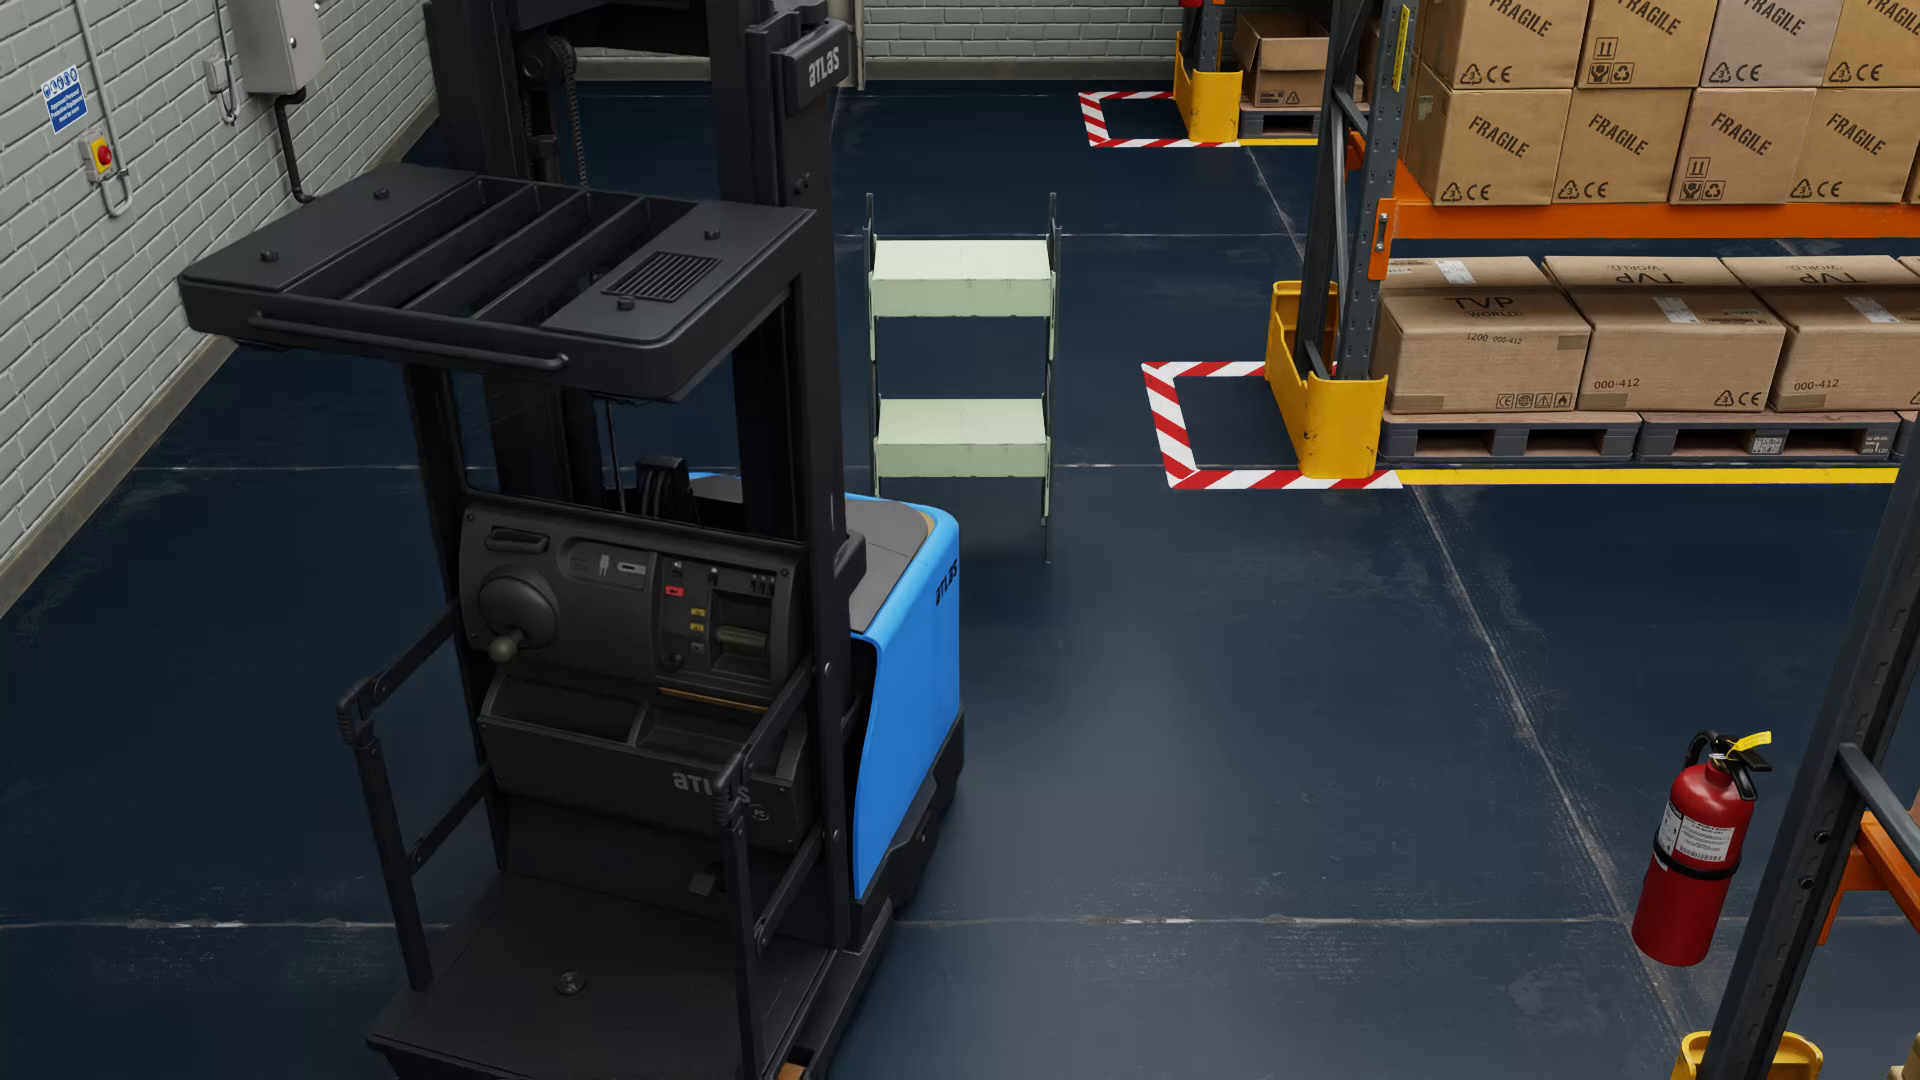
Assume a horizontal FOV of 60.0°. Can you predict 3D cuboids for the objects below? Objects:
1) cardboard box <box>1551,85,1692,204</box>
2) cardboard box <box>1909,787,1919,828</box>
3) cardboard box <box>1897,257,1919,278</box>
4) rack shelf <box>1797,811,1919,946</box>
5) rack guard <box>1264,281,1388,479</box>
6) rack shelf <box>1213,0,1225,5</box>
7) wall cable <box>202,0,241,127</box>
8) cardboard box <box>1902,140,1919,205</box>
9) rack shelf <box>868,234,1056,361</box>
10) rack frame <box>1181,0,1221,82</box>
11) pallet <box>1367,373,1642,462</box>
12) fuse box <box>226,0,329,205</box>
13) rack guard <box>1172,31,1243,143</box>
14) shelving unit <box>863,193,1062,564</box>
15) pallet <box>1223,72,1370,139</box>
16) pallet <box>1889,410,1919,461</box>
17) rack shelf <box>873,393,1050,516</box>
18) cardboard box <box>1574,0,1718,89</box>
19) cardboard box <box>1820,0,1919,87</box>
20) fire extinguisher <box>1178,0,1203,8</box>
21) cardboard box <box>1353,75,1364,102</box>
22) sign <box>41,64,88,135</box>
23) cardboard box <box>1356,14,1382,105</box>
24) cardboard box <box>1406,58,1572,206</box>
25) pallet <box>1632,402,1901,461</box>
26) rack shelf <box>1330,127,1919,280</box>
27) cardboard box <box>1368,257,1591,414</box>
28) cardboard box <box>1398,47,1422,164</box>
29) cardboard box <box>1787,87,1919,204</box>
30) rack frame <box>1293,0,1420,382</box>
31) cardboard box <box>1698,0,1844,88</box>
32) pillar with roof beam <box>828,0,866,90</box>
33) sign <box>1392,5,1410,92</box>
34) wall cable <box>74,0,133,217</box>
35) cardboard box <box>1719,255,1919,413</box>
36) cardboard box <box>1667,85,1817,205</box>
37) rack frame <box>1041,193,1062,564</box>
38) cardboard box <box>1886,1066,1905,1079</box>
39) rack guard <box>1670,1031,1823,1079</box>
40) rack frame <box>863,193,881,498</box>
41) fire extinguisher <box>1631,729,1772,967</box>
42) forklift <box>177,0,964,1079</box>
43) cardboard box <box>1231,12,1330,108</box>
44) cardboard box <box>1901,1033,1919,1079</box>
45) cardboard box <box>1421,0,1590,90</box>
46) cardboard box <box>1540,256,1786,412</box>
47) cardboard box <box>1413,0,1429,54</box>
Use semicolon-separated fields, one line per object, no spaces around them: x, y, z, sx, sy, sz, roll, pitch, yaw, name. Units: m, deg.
2.770;-1.780;7.196;0.500;0.500;0.500;-1;31;-1;cardboard box
2.238;0.658;3.515;0.250;0.149;0.380;0;31;0;cardboard box
5.154;-1.019;8.103;0.875;0.438;0.875;-1;31;-1;cardboard box
3.913;1.000;3.404;4.000;0.370;1.077;0;31;0;rack shelf
1.758;-0.800;8.087;0.348;0.500;1.175;0;31;0;rack guard
3.749;-4.142;11.879;4.000;0.370;1.077;0;31;0;rack shelf
-3.876;-3.009;8.338;0.122;1.984;0.588;0;31;0;wall cable
4.303;-1.776;7.190;0.500;0.500;0.500;-1;31;-1;cardboard box
0.007;-0.975;6.659;0.720;0.370;0.431;0;31;0;rack shelf
1.749;-4.443;11.682;0.127;3.000;1.000;0;31;0;rack frame
2.582;-0.720;8.233;1.213;0.211;1.003;0;31;0;pallet
-3.723;-2.378;9.520;0.414;1.711;0.539;0;31;0;fuse box
1.825;-3.375;12.331;0.348;0.500;1.175;0;31;0;rack guard
0.007;-0.641;6.861;0.755;1.500;0.431;0;31;0;shelving unit
2.622;-3.254;12.411;1.213;0.211;1.003;0;31;0;pallet
5.022;-0.727;8.245;1.213;0.211;1.003;0;31;0;pallet
0.007;-0.363;7.030;0.720;0.370;0.431;0;31;0;rack shelf
2.781;-2.198;6.921;0.500;0.500;0.500;-1;31;-2;cardboard box
3.794;-2.206;6.933;0.500;0.500;0.500;0;31;0;cardboard box
1.605;-4.011;11.403;0.183;0.674;0.296;0;31;0;fire extinguisher
2.786;-3.338;12.204;0.250;0.149;0.380;-1;31;-2;cardboard box
-3.917;-1.929;7.278;0.001;0.218;0.327;0;31;0;sign
3.216;-3.490;12.115;0.500;0.500;0.700;1;31;2;cardboard box
2.264;-1.764;7.169;0.500;0.500;0.500;0;31;-1;cardboard box
3.798;-0.722;8.236;1.213;0.211;1.003;0;31;0;pallet
3.782;-1.567;7.635;4.000;0.370;1.077;0;31;0;rack shelf
2.442;-1.007;8.083;0.875;0.438;0.875;-1;31;-2;cardboard box
2.263;-2.050;7.641;0.500;0.500;0.500;0;31;0;cardboard box
3.779;-1.783;7.200;0.500;0.500;0.500;1;31;1;cardboard box
1.782;-1.869;7.438;0.127;3.000;1.000;0;31;0;rack frame
3.296;-2.204;6.930;0.500;0.500;0.500;0;31;-1;cardboard box
-0.927;-5.234;7.202;0.400;9.000;9.100;0;31;0;pillar with roof beam
1.780;-1.985;6.719;0.005;0.325;0.100;0;31;0;sign
-3.856;-2.287;7.118;0.123;1.953;0.585;0;31;0;wall cable
4.259;-1.016;8.098;0.875;0.438;0.875;-1;31;-2;cardboard box
3.279;-1.772;7.183;0.500;0.500;0.500;0;31;-1;cardboard box
0.373;-0.642;6.863;0.023;1.500;0.400;0;31;0;rack frame
2.439;1.461;4.007;0.250;0.149;0.380;-1;31;-2;cardboard box
1.989;1.767;3.856;0.348;0.500;1.175;0;31;0;rack guard
-0.359;-0.640;6.859;0.023;1.500;0.400;0;31;0;rack frame
1.659;0.652;3.717;0.183;0.674;0.296;0;31;0;fire extinguisher
-0.920;0.218;4.065;1.130;2.935;3.031;9;32;15;forklift
2.361;-3.508;12.143;0.637;0.503;0.797;-1;31;-2;cardboard box
2.441;1.350;3.903;0.250;0.149;0.380;0;31;0;cardboard box
2.264;-2.193;6.912;0.500;0.500;0.500;-1;31;-1;cardboard box
3.357;-1.014;8.095;0.875;0.438;0.875;1;31;1;cardboard box
2.263;-2.464;7.359;0.500;0.500;0.500;1;31;1;cardboard box
